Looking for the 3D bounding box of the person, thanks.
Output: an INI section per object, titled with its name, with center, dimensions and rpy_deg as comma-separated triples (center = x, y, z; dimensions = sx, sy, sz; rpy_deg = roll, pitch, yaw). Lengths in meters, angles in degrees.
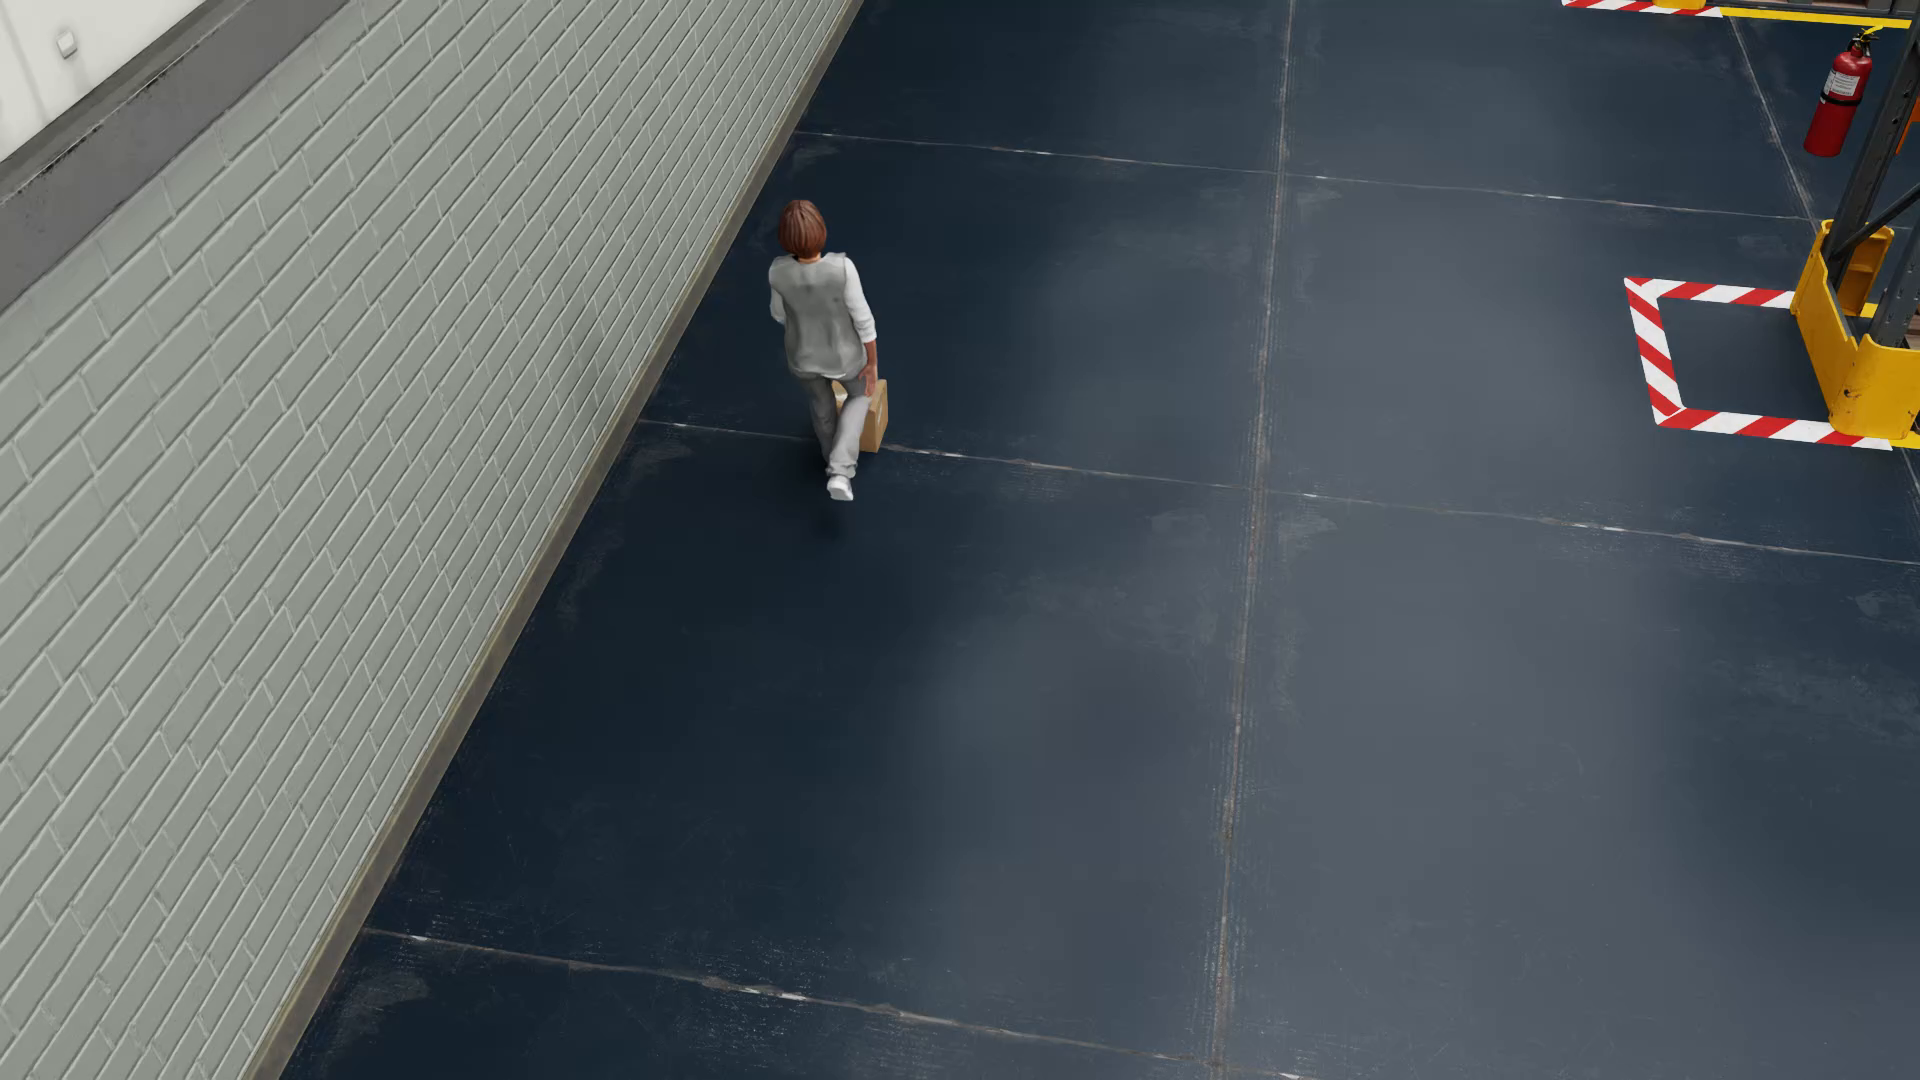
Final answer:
[person]
center = -0.559, -0.840, 7.139
dimensions = 0.458, 1.557, 0.682
rpy_deg = 3, 41, 4
